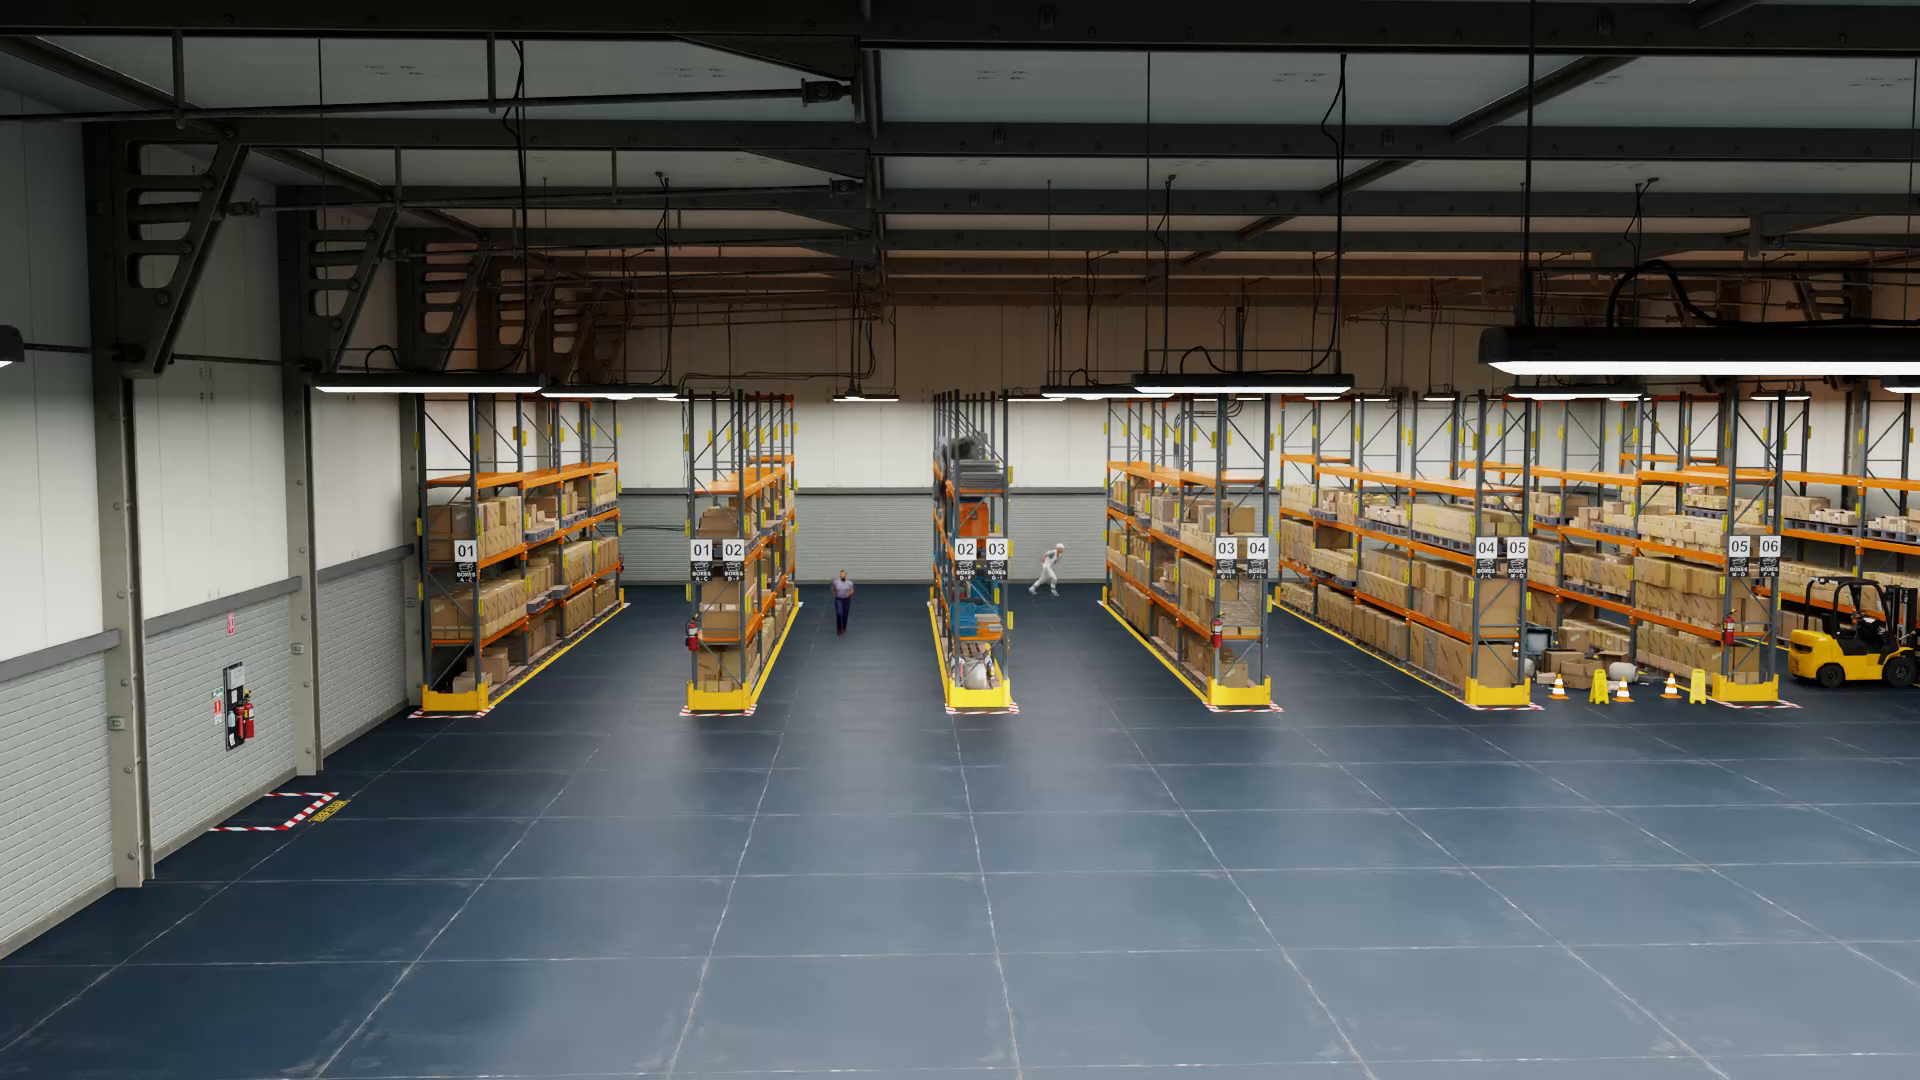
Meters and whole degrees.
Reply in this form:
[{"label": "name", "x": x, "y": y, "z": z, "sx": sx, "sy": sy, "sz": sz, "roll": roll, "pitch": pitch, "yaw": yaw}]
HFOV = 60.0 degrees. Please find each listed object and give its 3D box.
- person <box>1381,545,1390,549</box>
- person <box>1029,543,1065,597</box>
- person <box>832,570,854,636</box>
[{"label": "person", "x": 12.073, "y": 1.035, "z": 46.903, "sx": 0.667, "sy": 1.773, "sz": 0.991, "roll": -4, "pitch": 6, "yaw": -39}, {"label": "person", "x": 2.603, "y": 0.883, "z": 49.688, "sx": 1.121, "sy": 1.601, "sz": 0.682, "roll": 2, "pitch": 5, "yaw": 23}, {"label": "person", "x": -2.901, "y": 1.564, "z": 41.249, "sx": 0.517, "sy": 1.666, "sz": 0.798, "roll": -1, "pitch": 5, "yaw": -13}]
